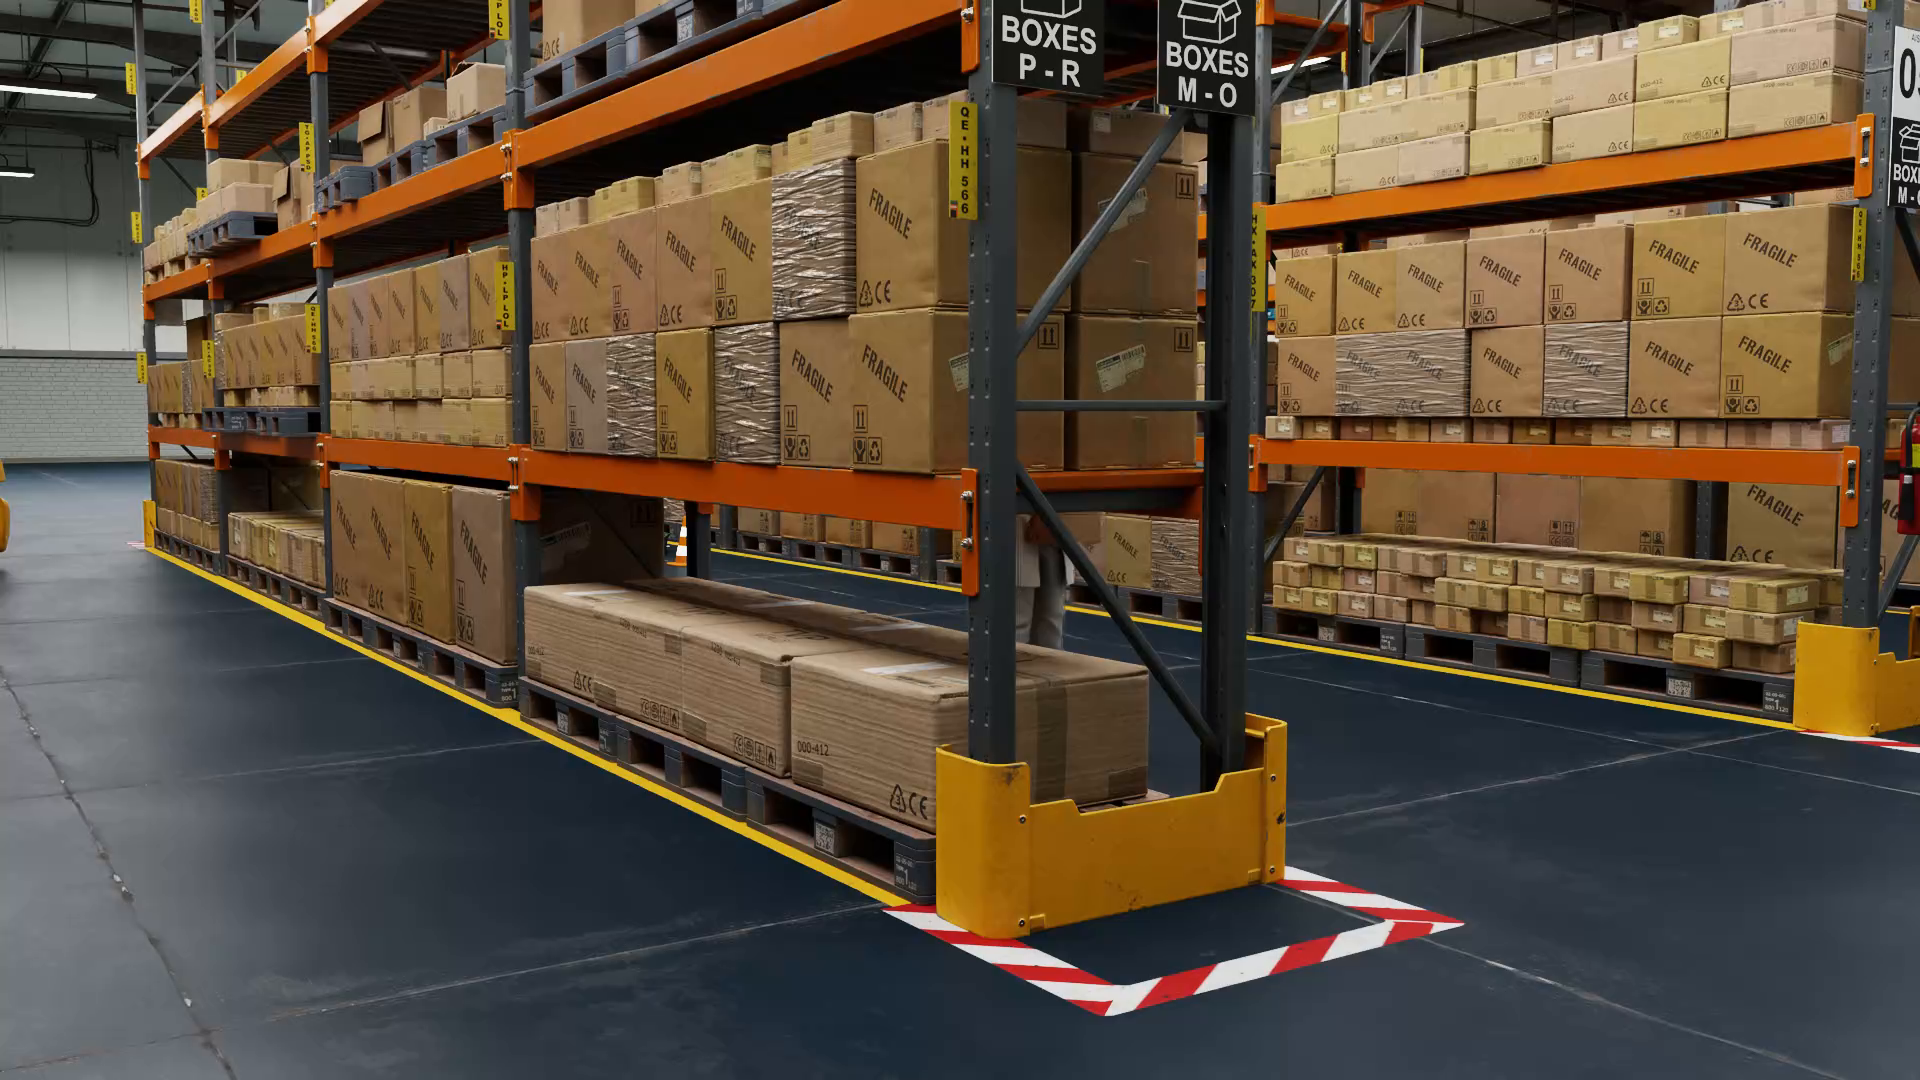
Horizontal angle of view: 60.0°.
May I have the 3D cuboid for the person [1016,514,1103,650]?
[{"bbox_3d":[0.370,0.002,7.710,0.542,1.779,0.550,-4,6,-44],"label":"person"}]
